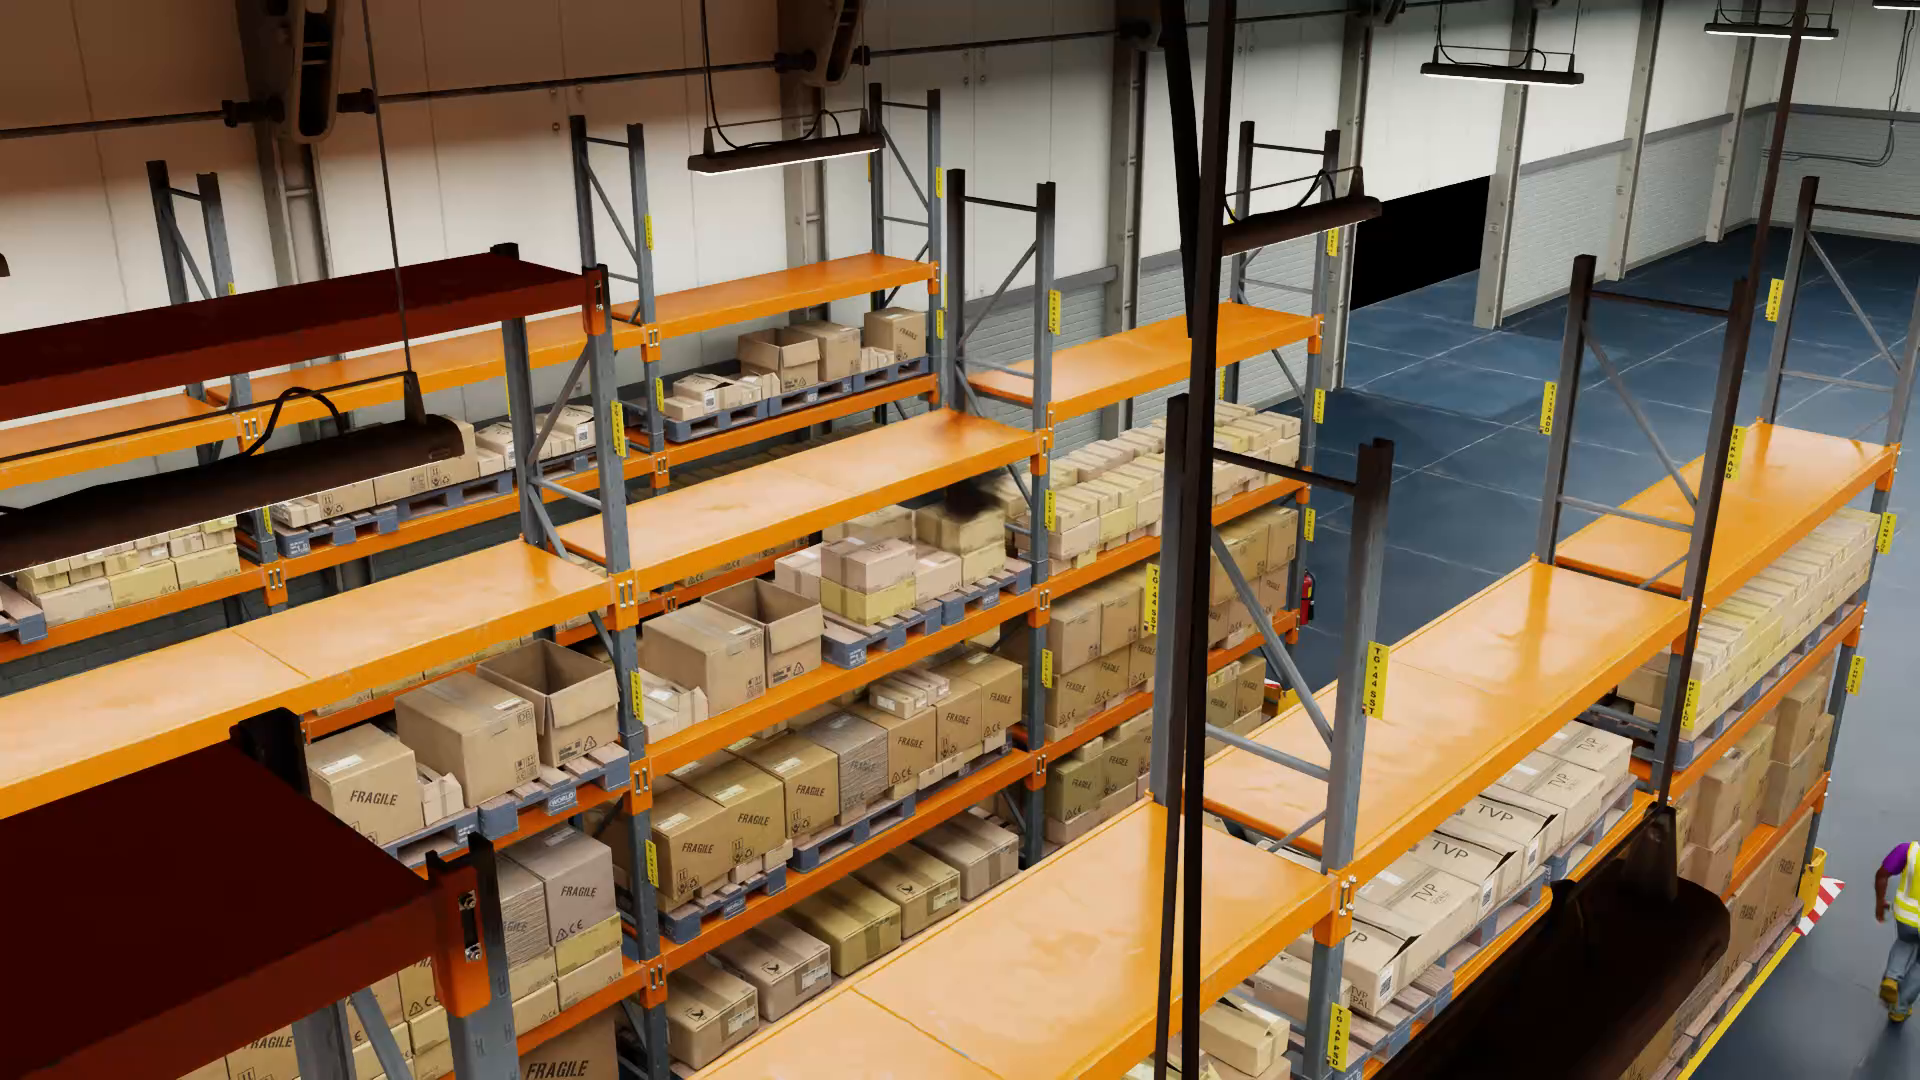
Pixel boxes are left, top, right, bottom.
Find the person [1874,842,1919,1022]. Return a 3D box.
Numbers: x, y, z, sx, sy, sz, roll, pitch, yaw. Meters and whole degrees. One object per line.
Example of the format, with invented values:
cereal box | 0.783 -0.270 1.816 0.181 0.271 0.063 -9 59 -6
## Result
person | 7.221 2.805 12.439 0.704 1.714 0.593 18 28 38
